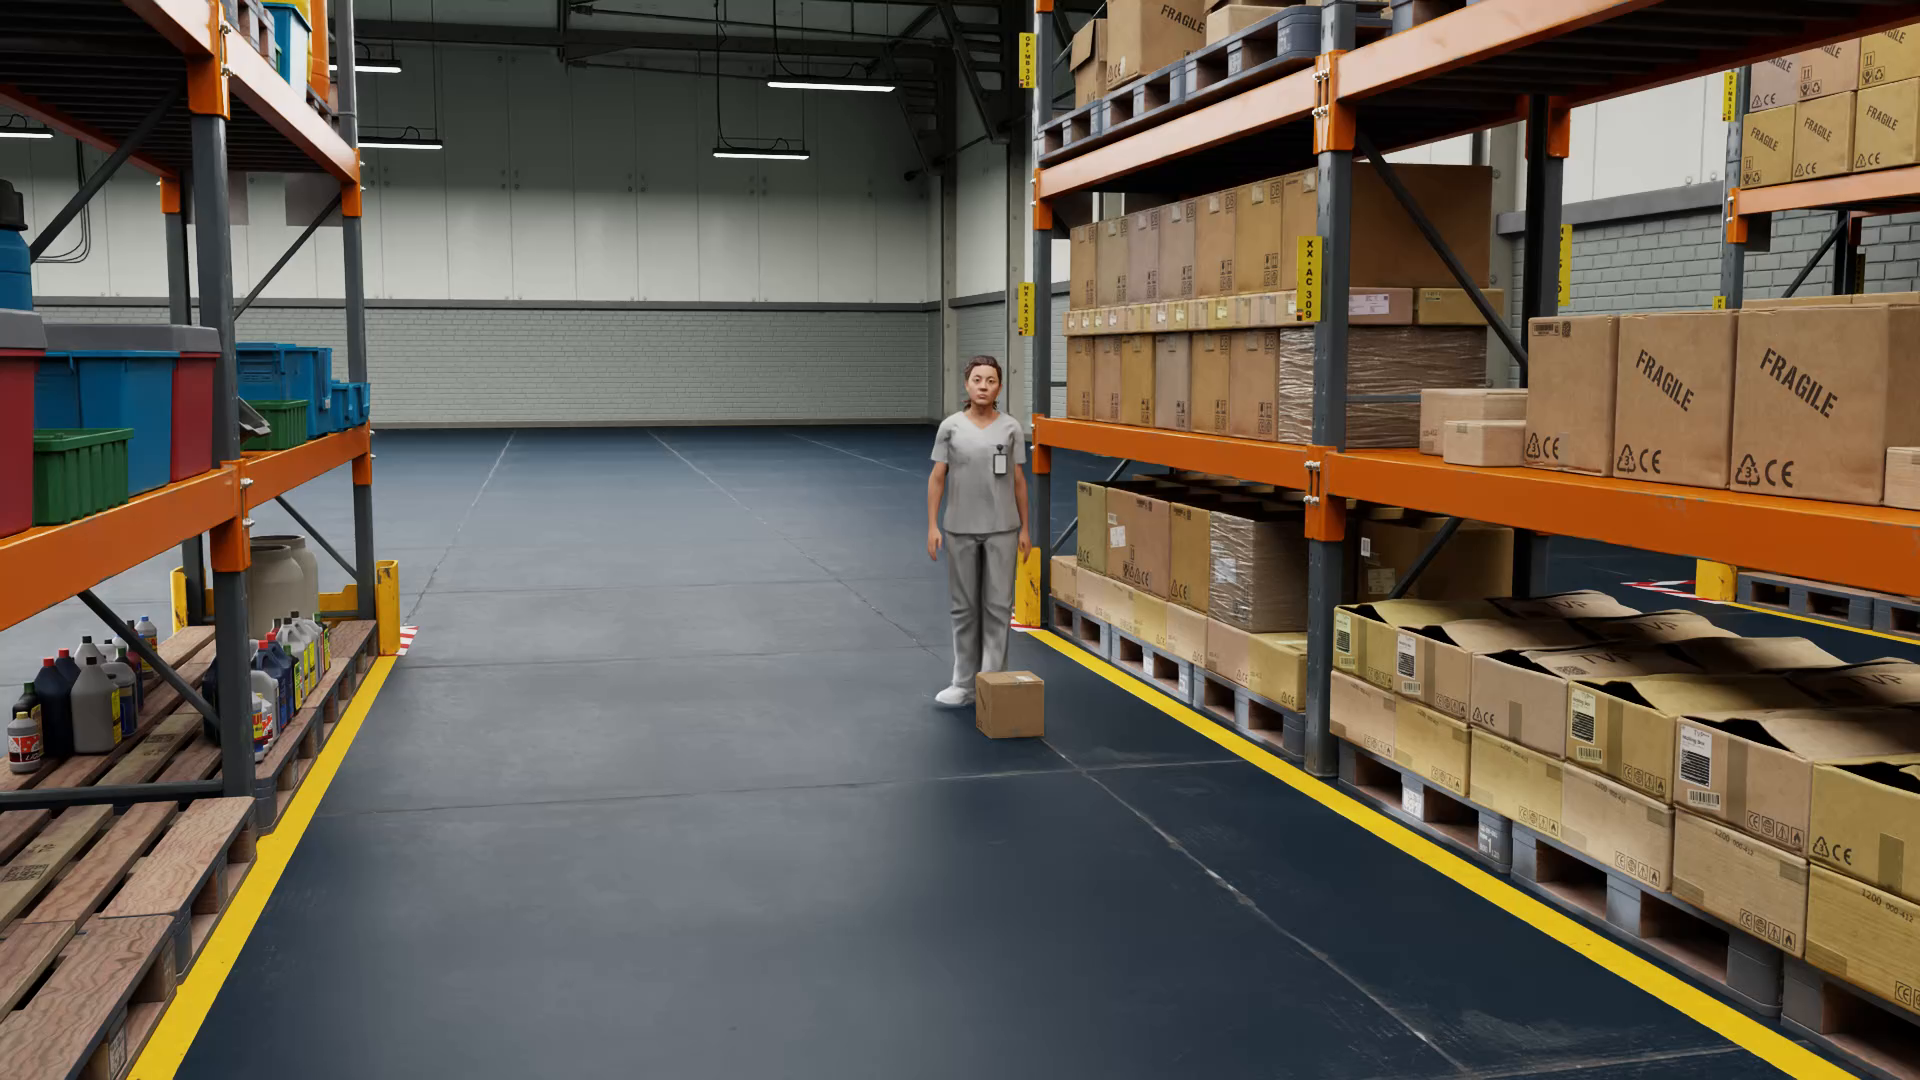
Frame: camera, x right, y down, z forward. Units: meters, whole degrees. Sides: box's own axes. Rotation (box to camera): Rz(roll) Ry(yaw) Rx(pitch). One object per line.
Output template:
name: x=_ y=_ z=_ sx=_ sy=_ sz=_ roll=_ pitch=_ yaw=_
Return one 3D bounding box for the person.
person: x=0.090 y=-0.036 z=7.851 sx=0.494 sy=1.668 sz=0.406 roll=0 pitch=6 yaw=0
